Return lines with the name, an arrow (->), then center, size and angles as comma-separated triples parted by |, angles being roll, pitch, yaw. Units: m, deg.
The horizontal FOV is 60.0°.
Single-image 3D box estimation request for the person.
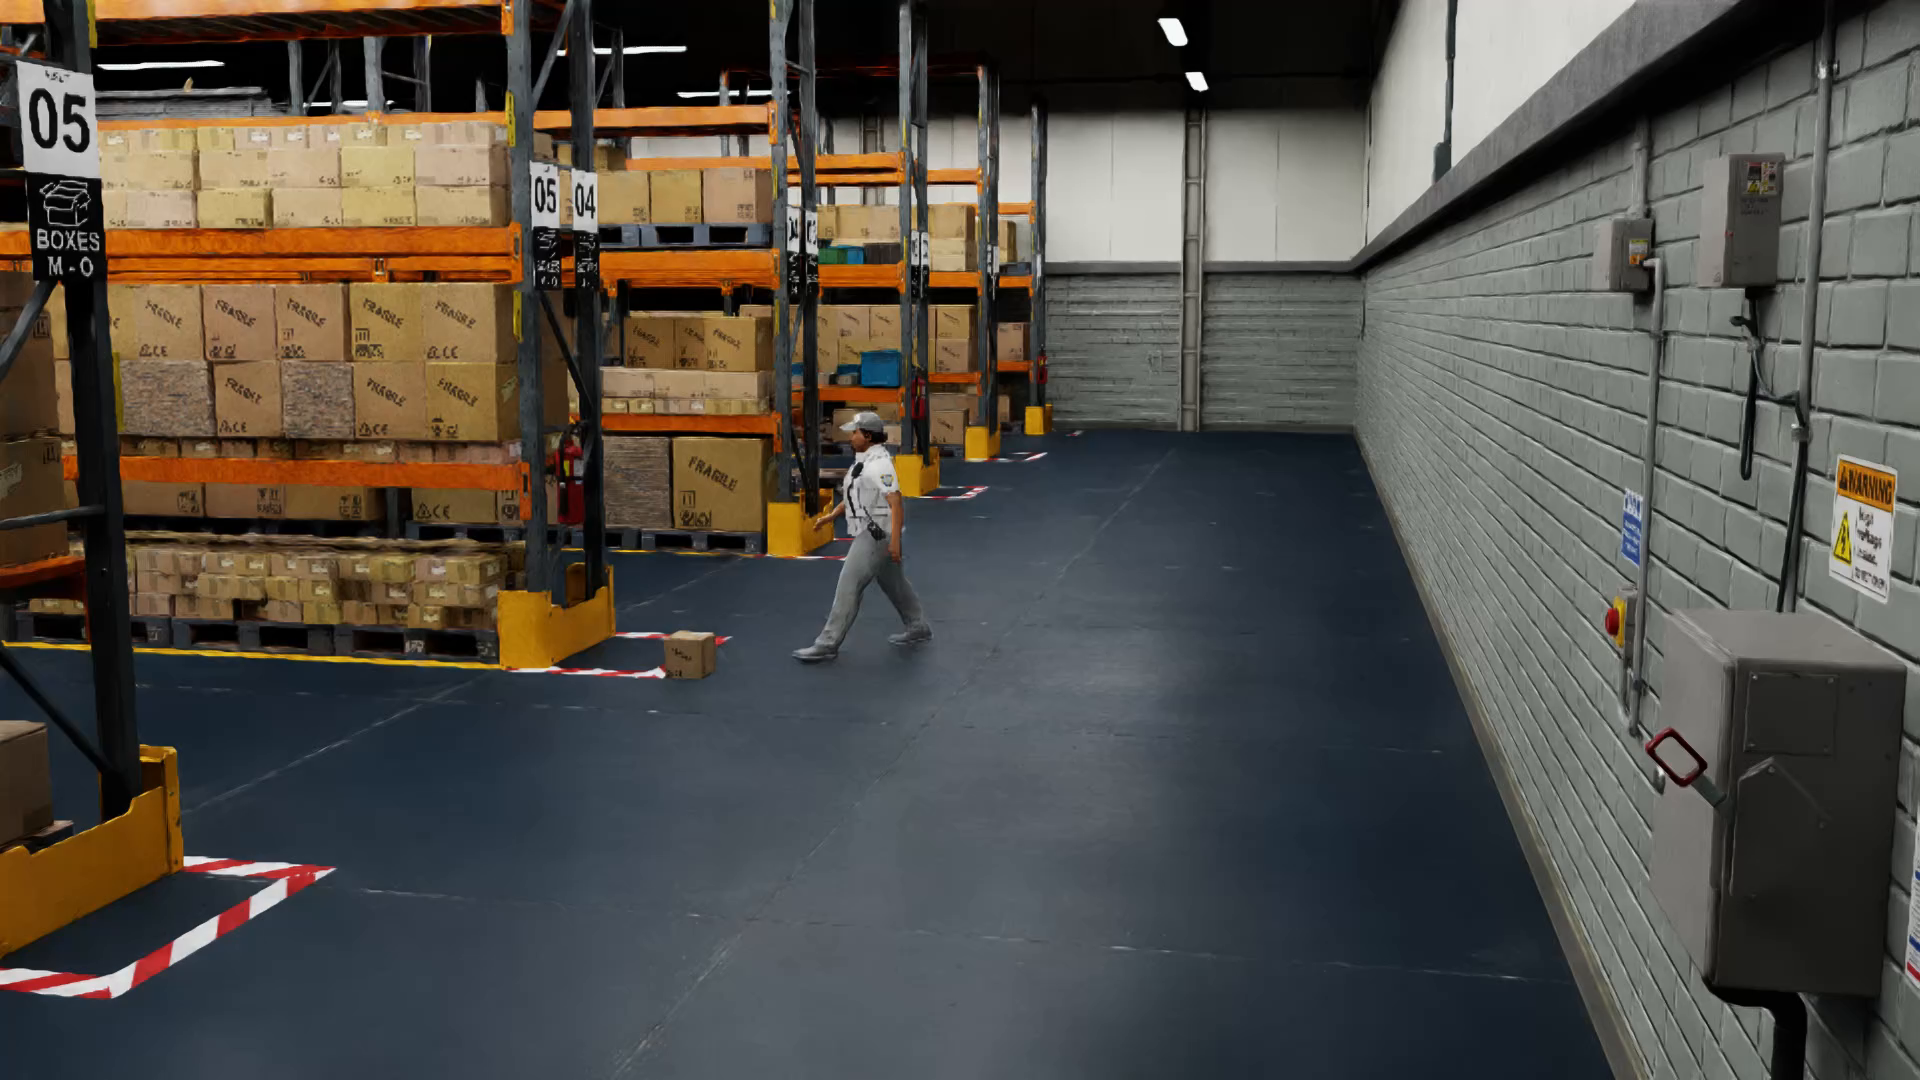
person -> -0.622, -0.040, 10.885 | 0.986, 1.607, 0.640 | -2, 8, -13
